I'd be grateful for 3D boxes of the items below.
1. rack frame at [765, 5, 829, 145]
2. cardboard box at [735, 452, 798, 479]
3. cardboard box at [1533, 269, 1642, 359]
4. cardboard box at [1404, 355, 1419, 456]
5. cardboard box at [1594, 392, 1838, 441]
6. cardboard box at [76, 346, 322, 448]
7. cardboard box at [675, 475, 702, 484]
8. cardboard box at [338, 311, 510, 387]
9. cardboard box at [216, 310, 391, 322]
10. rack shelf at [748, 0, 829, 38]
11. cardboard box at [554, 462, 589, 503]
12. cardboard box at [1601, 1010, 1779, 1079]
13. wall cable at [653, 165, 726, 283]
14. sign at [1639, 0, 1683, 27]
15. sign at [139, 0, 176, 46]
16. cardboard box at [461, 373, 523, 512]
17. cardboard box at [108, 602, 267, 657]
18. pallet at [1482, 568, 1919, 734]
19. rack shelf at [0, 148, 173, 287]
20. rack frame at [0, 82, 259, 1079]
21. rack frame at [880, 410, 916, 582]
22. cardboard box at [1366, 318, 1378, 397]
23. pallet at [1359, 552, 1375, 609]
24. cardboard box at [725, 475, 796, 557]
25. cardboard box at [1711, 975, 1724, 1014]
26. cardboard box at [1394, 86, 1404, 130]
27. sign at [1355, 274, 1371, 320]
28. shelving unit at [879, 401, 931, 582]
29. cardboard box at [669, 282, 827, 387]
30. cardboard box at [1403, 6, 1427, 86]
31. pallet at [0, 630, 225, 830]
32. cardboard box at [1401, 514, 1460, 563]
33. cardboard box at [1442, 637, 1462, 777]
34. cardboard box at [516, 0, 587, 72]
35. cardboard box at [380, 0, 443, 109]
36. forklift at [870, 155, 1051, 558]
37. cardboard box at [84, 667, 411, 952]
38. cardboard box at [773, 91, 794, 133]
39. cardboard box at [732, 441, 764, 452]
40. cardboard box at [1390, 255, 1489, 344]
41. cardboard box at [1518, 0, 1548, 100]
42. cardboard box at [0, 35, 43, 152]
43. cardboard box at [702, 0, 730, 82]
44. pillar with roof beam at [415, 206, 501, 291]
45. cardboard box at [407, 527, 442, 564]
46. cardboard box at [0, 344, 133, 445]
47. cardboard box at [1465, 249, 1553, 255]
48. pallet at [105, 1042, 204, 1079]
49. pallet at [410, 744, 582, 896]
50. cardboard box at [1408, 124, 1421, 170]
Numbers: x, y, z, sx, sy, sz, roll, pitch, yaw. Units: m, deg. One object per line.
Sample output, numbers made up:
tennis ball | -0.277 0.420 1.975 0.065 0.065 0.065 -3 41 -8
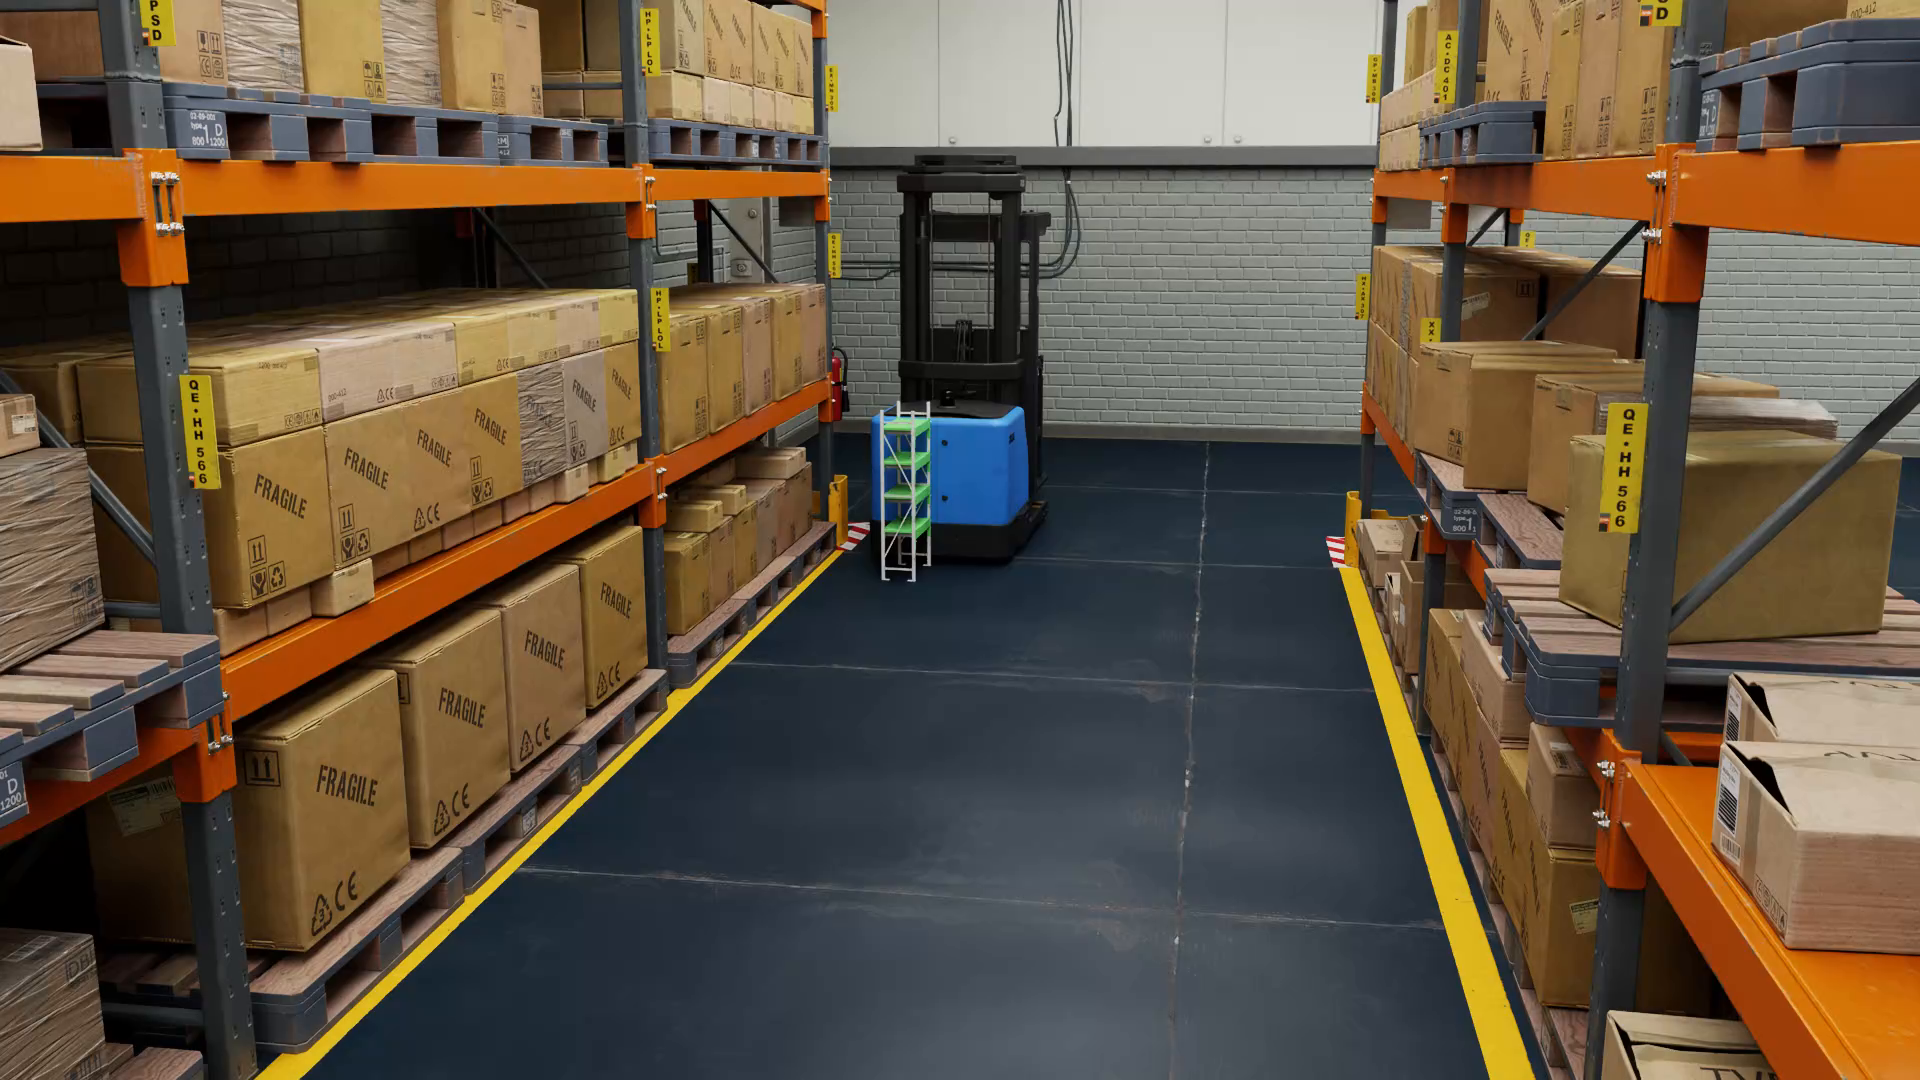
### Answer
rack frame | -1.474 -4.393 12.015 1.000 3.000 0.127 2 12 9
cardboard box | -1.361 -0.525 11.709 0.380 0.149 0.250 2 12 10
cardboard box | 3.157 -1.094 8.339 0.500 0.500 0.500 2 12 10
cardboard box | 2.708 -0.736 9.052 0.500 0.500 0.500 2 12 10
cardboard box | 2.506 -0.208 5.604 0.700 0.500 0.500 4 13 19
cardboard box | -2.375 -0.457 5.225 0.500 0.250 0.500 2 12 10
cardboard box | -1.893 -0.327 10.788 0.380 0.149 0.250 2 12 8
cardboard box | -2.152 -0.774 6.694 0.500 0.250 0.500 2 12 7
cardboard box | -2.647 -0.788 6.761 0.500 0.250 0.500 2 12 7
rack shelf | -1.781 -3.429 10.201 1.077 0.370 4.000 2 12 9
cardboard box | -1.943 -0.272 7.684 0.380 0.149 0.250 2 12 9
cardboard box | 1.821 1.329 3.903 0.500 0.311 0.500 2 12 11
wall cable | -2.211 -2.254 13.919 0.084 1.984 1.851 2 12 9
sign | 1.656 -1.372 3.892 0.100 0.325 0.005 2 12 9
sign | -2.168 -1.496 4.466 0.100 0.325 0.005 2 12 9
cardboard box | -2.137 -0.412 6.794 0.500 0.500 0.500 2 12 10
cardboard box | -2.424 0.257 5.227 0.380 0.149 0.250 2 12 8
pallet | 2.226 0.316 4.864 1.213 0.211 1.003 2 12 9
rack shelf | -3.012 -0.493 2.748 1.077 0.370 4.000 2 12 9
rack frame | -2.704 0.205 4.920 1.000 3.000 0.127 2 12 9
rack frame | -0.431 -0.301 11.543 0.240 1.200 0.015 2 12 11
cardboard box | 3.093 -1.265 11.507 0.500 0.500 0.500 2 12 10
pallet | 3.288 0.245 11.356 1.003 0.211 1.213 2 12 9
cardboard box | -1.559 -0.190 11.692 0.700 0.500 0.500 2 12 8
cardboard box | 2.619 1.177 5.299 0.500 0.500 0.500 1 12 7
cardboard box | 2.931 -2.631 10.130 0.500 0.250 0.500 2 12 9
sign | 2.886 -1.741 11.896 0.100 0.325 0.005 2 12 9
shelving unit | -0.382 -0.352 11.777 0.258 1.200 0.503 2 12 11
cardboard box | -1.542 -1.500 12.122 0.980 0.700 0.700 2 12 11
cardboard box | 3.198 -3.095 10.505 0.700 0.500 0.500 2 12 9
pallet | -2.708 0.451 4.236 1.213 0.211 1.003 2 12 9
cardboard box | 3.090 0.147 10.075 0.797 0.503 0.637 2 12 9
cardboard box | 2.420 0.744 7.312 0.500 0.500 0.500 2 12 9
cardboard box | -2.212 -2.794 9.059 0.500 0.500 0.500 2 12 8
cardboard box | -2.495 -1.958 6.556 0.700 0.500 0.500 2 12 9
forklift | 0.120 -1.563 13.287 1.130 2.935 3.031 2 12 11
cardboard box | -2.461 0.902 5.793 0.750 0.750 0.750 2 12 8
cardboard box | -1.403 -2.838 11.042 0.500 0.250 0.500 1 12 7
cardboard box | -1.661 -0.644 12.258 0.380 0.149 0.250 2 12 9
cardboard box | 2.861 -1.435 9.922 0.500 0.500 0.500 2 12 8
cardboard box | 2.576 -1.995 6.537 0.600 0.600 0.600 2 12 8
cardboard box | -2.548 -1.068 3.875 0.500 0.311 0.500 2 12 9
cardboard box | -1.629 -2.887 9.494 0.500 0.500 0.500 2 12 7
pillar with roof beam | 1.418 -3.594 8.311 9.100 9.000 0.400 2 12 9
cardboard box | -2.254 -0.011 6.475 0.380 0.149 0.250 2 12 10
cardboard box | -2.890 -0.468 5.274 0.500 0.250 0.500 2 12 10
cardboard box | 3.548 -1.631 10.831 0.500 0.500 0.500 2 12 10
pallet | -2.826 1.731 4.459 1.003 0.211 1.213 2 12 9
pallet | -2.318 1.154 7.139 1.003 0.211 1.213 2 12 9
cardboard box | 2.774 -2.178 9.218 0.500 0.250 0.500 2 12 9
